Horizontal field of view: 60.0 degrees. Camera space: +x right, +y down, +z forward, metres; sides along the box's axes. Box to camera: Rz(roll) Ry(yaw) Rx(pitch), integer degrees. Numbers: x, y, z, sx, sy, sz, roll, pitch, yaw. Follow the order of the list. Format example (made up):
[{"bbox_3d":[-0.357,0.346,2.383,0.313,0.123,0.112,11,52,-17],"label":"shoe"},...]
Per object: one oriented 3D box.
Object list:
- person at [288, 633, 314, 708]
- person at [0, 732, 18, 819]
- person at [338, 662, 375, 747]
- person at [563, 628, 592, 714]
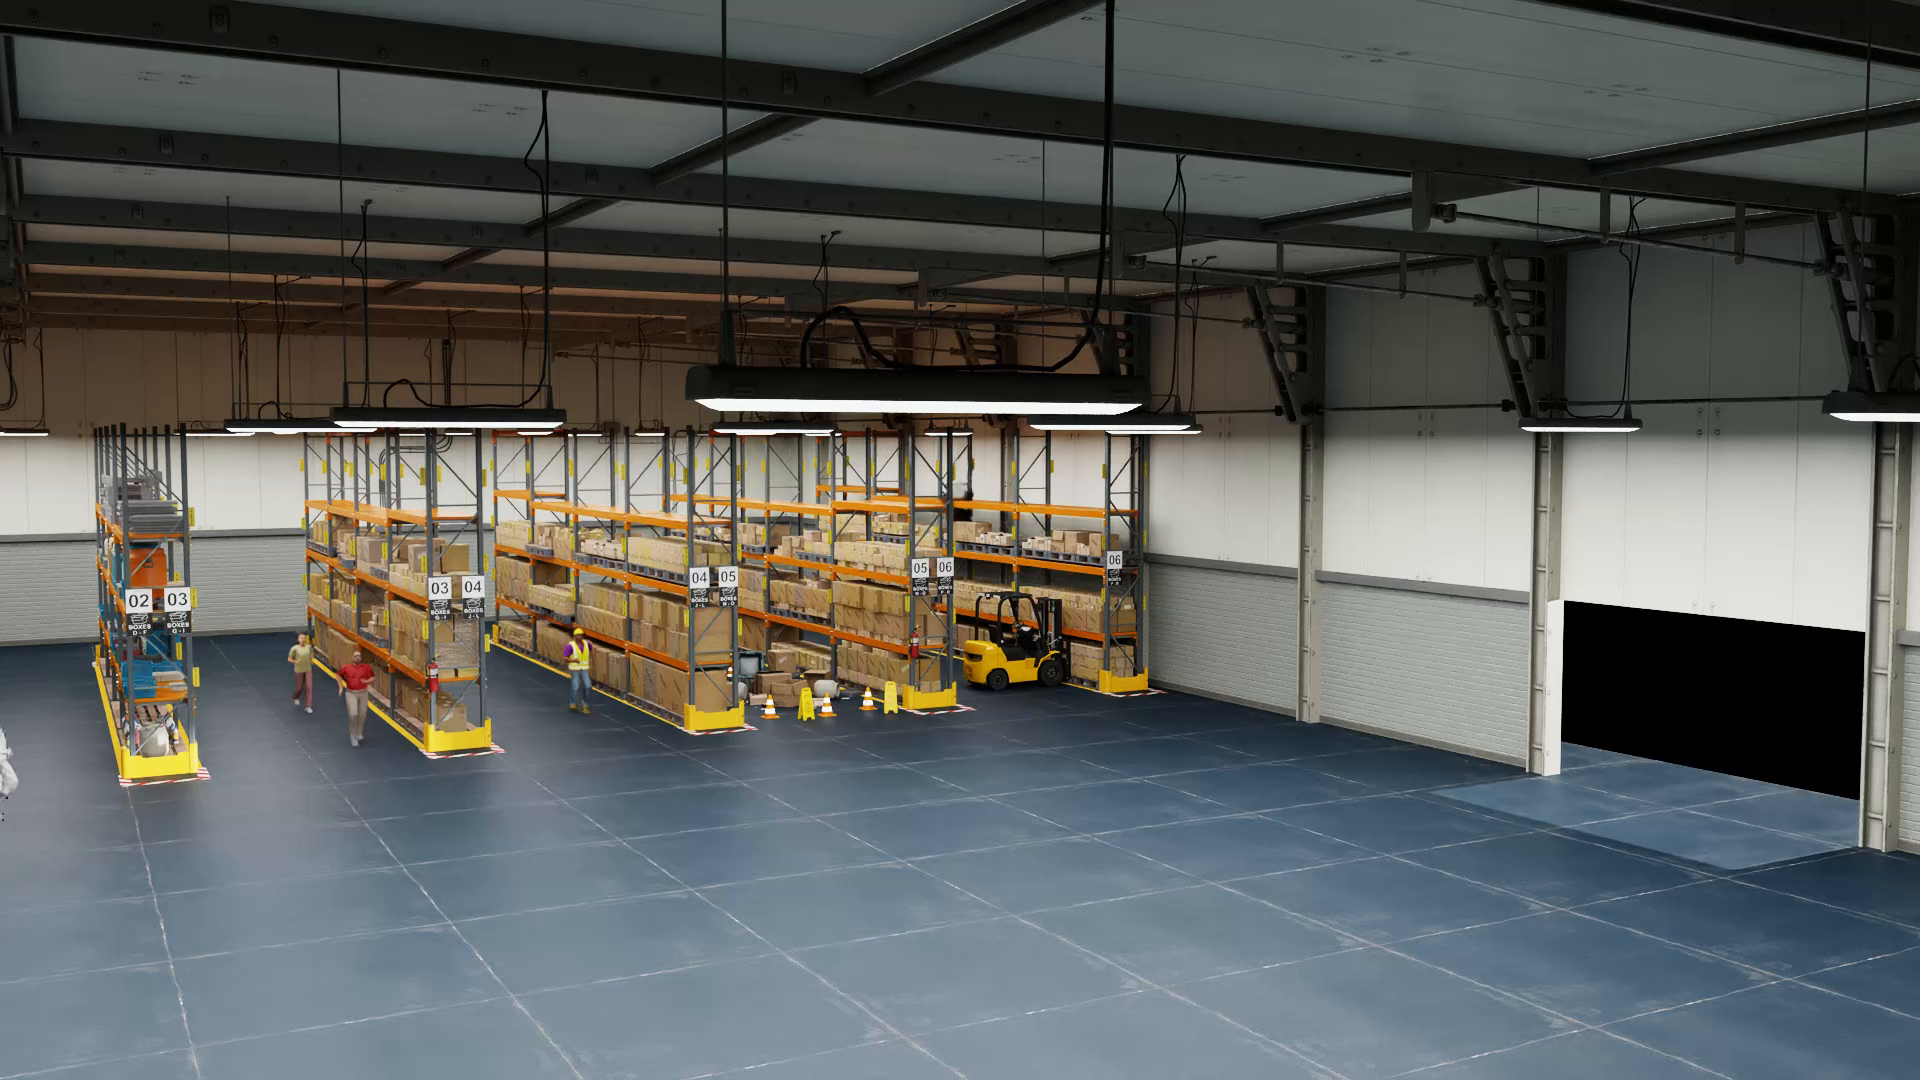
[{"bbox_3d":[-13.829,2.724,34.943,0.578,1.578,0.770,-3,4,-39],"label":"person"},{"bbox_3d":[-14.419,3.330,24.862,0.506,1.741,0.619,0,3,-3],"label":"person"},{"bbox_3d":[-11.322,3.068,31.259,0.612,1.588,0.750,-2,4,-32],"label":"person"},{"bbox_3d":[-7.986,2.754,34.792,0.679,1.840,0.636,-2,4,-32],"label":"person"}]
